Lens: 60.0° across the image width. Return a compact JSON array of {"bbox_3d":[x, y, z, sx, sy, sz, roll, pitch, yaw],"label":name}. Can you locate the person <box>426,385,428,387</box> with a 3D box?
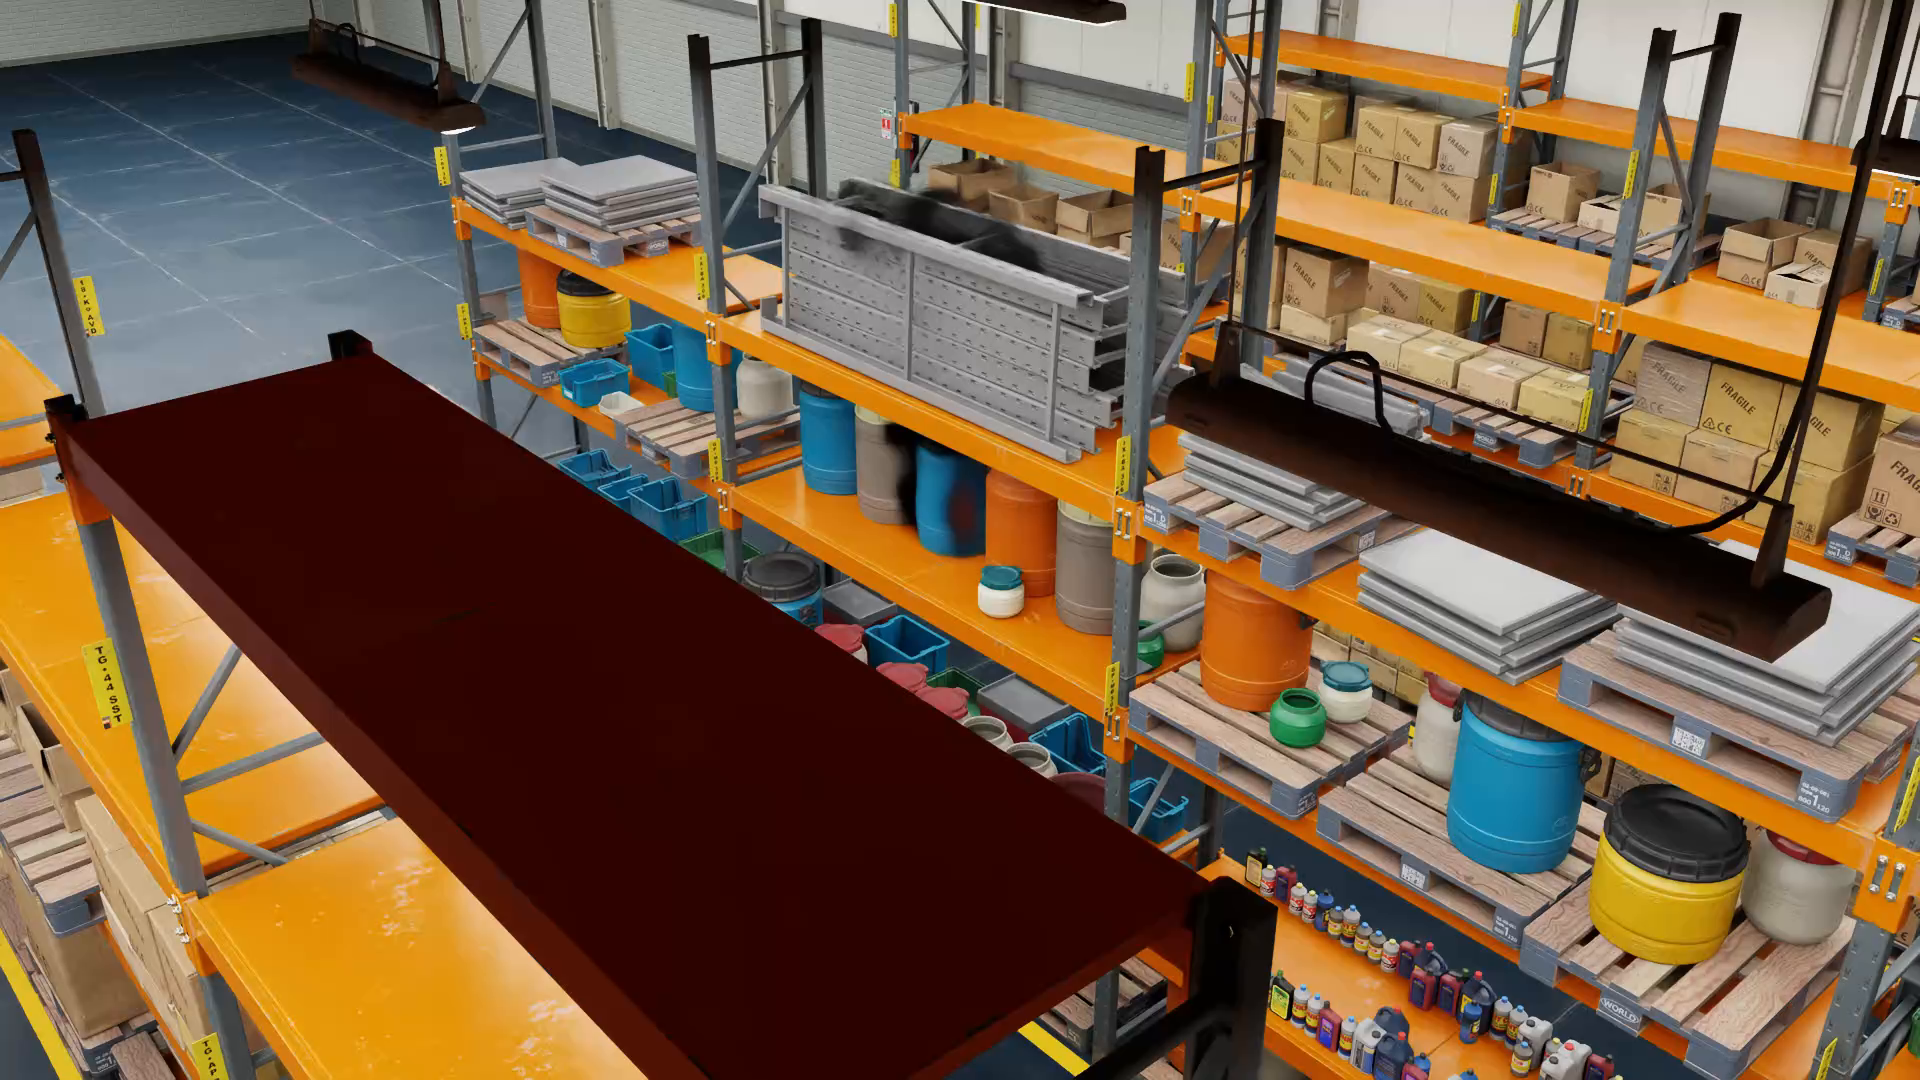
[{"bbox_3d":[-5.412,-0.784,17.127,0.879,1.802,0.700,-4,27,-8],"label":"person"}]
